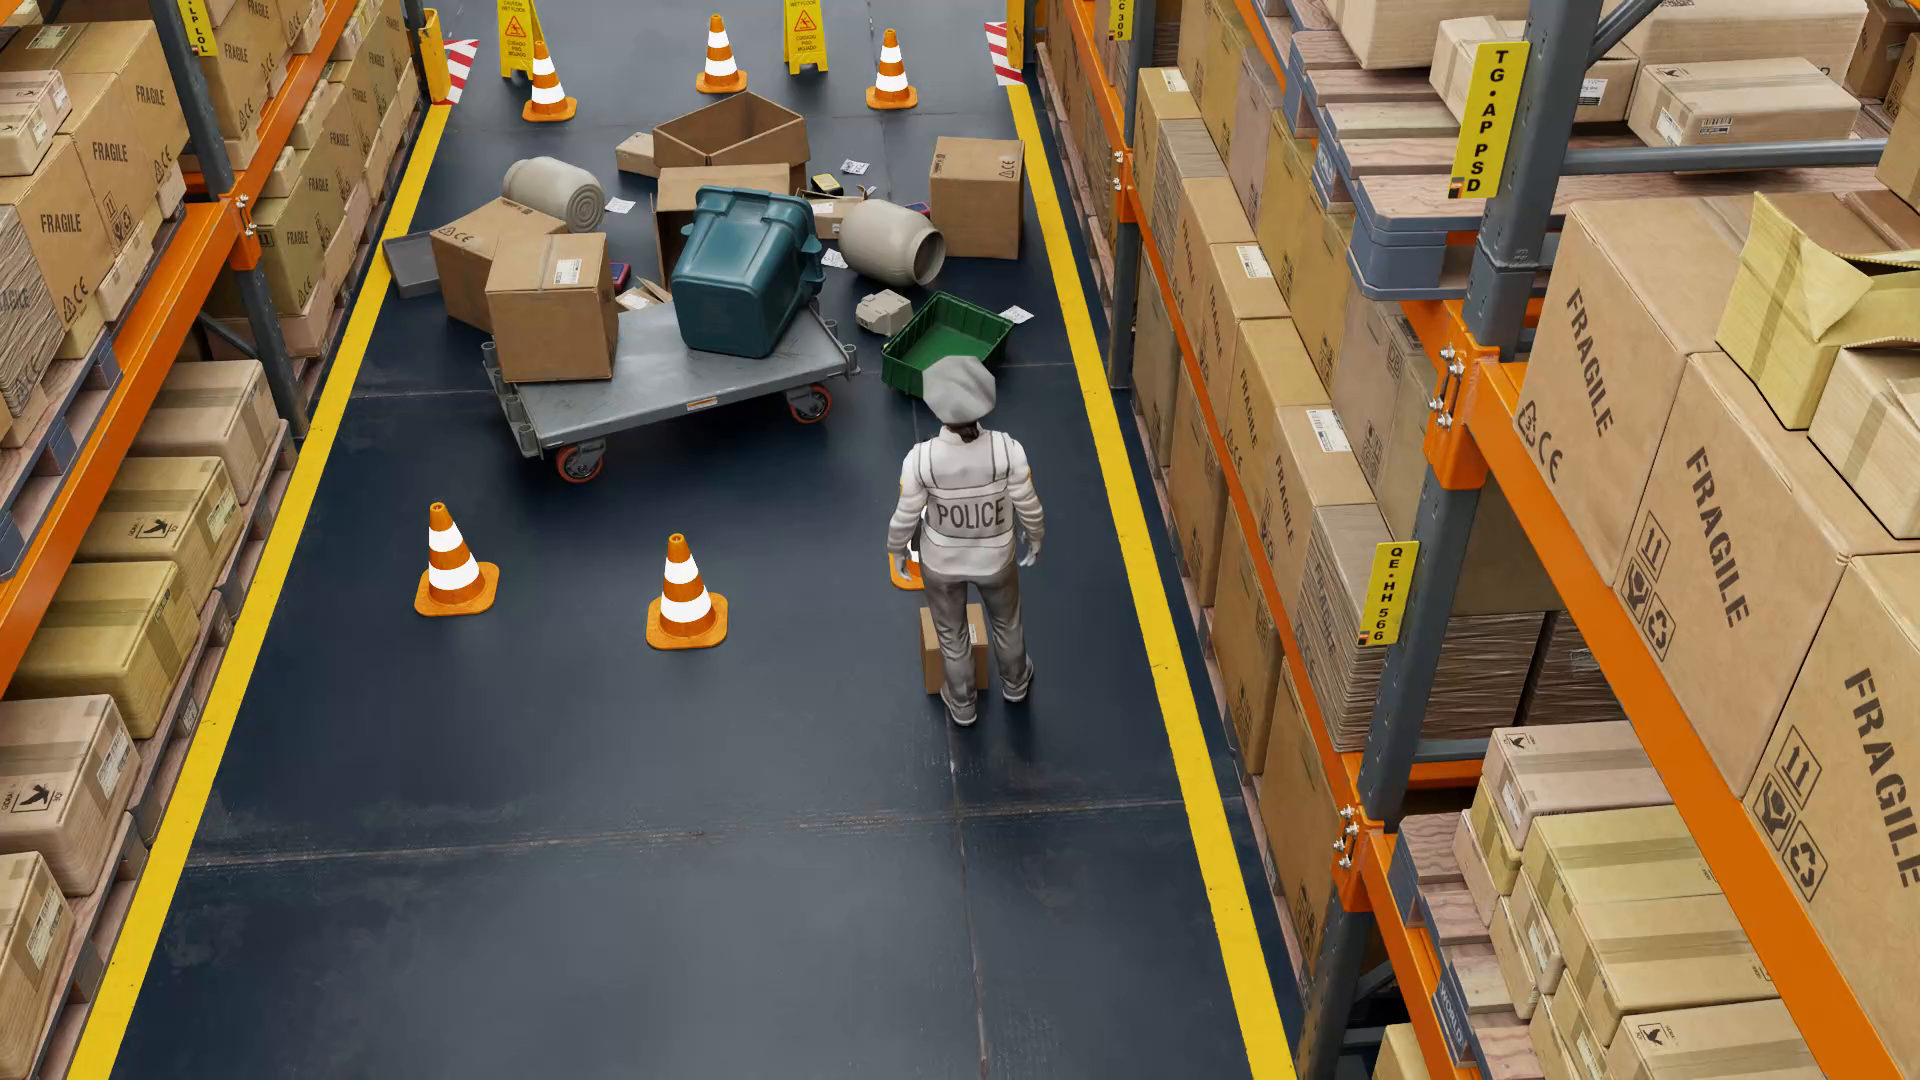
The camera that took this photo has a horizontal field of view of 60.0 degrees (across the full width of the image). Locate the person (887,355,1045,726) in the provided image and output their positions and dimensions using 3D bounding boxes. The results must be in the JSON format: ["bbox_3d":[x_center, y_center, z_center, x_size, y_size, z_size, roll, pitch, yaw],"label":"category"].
[{"bbox_3d":[0.022,0.003,6.111,0.587,1.694,0.529,-3,39,-4],"label":"person"}]
